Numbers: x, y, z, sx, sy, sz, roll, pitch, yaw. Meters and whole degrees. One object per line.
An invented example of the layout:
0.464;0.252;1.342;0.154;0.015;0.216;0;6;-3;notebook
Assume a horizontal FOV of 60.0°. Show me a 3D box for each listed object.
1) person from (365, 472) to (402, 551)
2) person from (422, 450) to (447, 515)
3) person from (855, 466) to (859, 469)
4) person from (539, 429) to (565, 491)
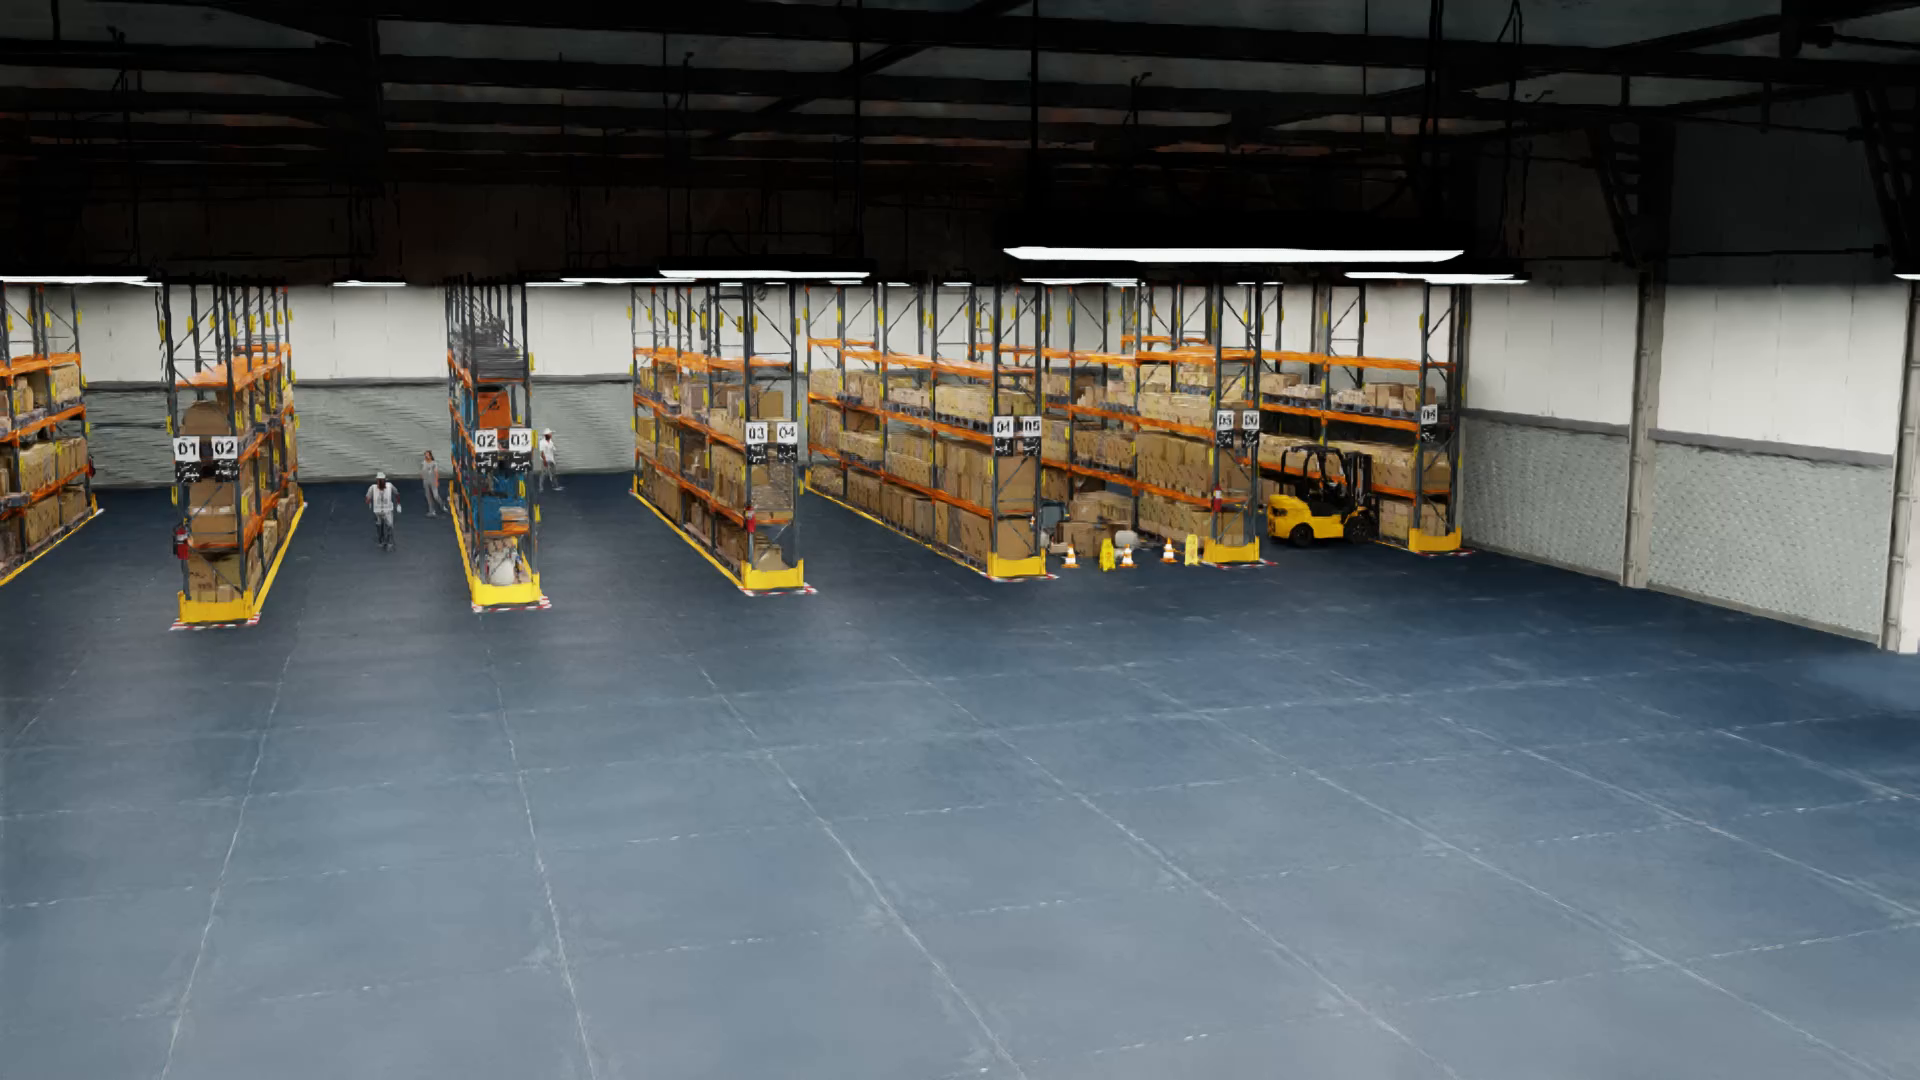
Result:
-12.713;-0.650;36.667;0.721;1.715;0.842;-2;9;-13;person
-13.372;-1.473;42.253;0.568;1.668;0.492;1;9;9;person
-3.106;-2.929;51.681;0.595;1.743;0.579;3;9;17;person
-11.673;-2.280;47.231;0.532;1.759;0.731;3;9;17;person
